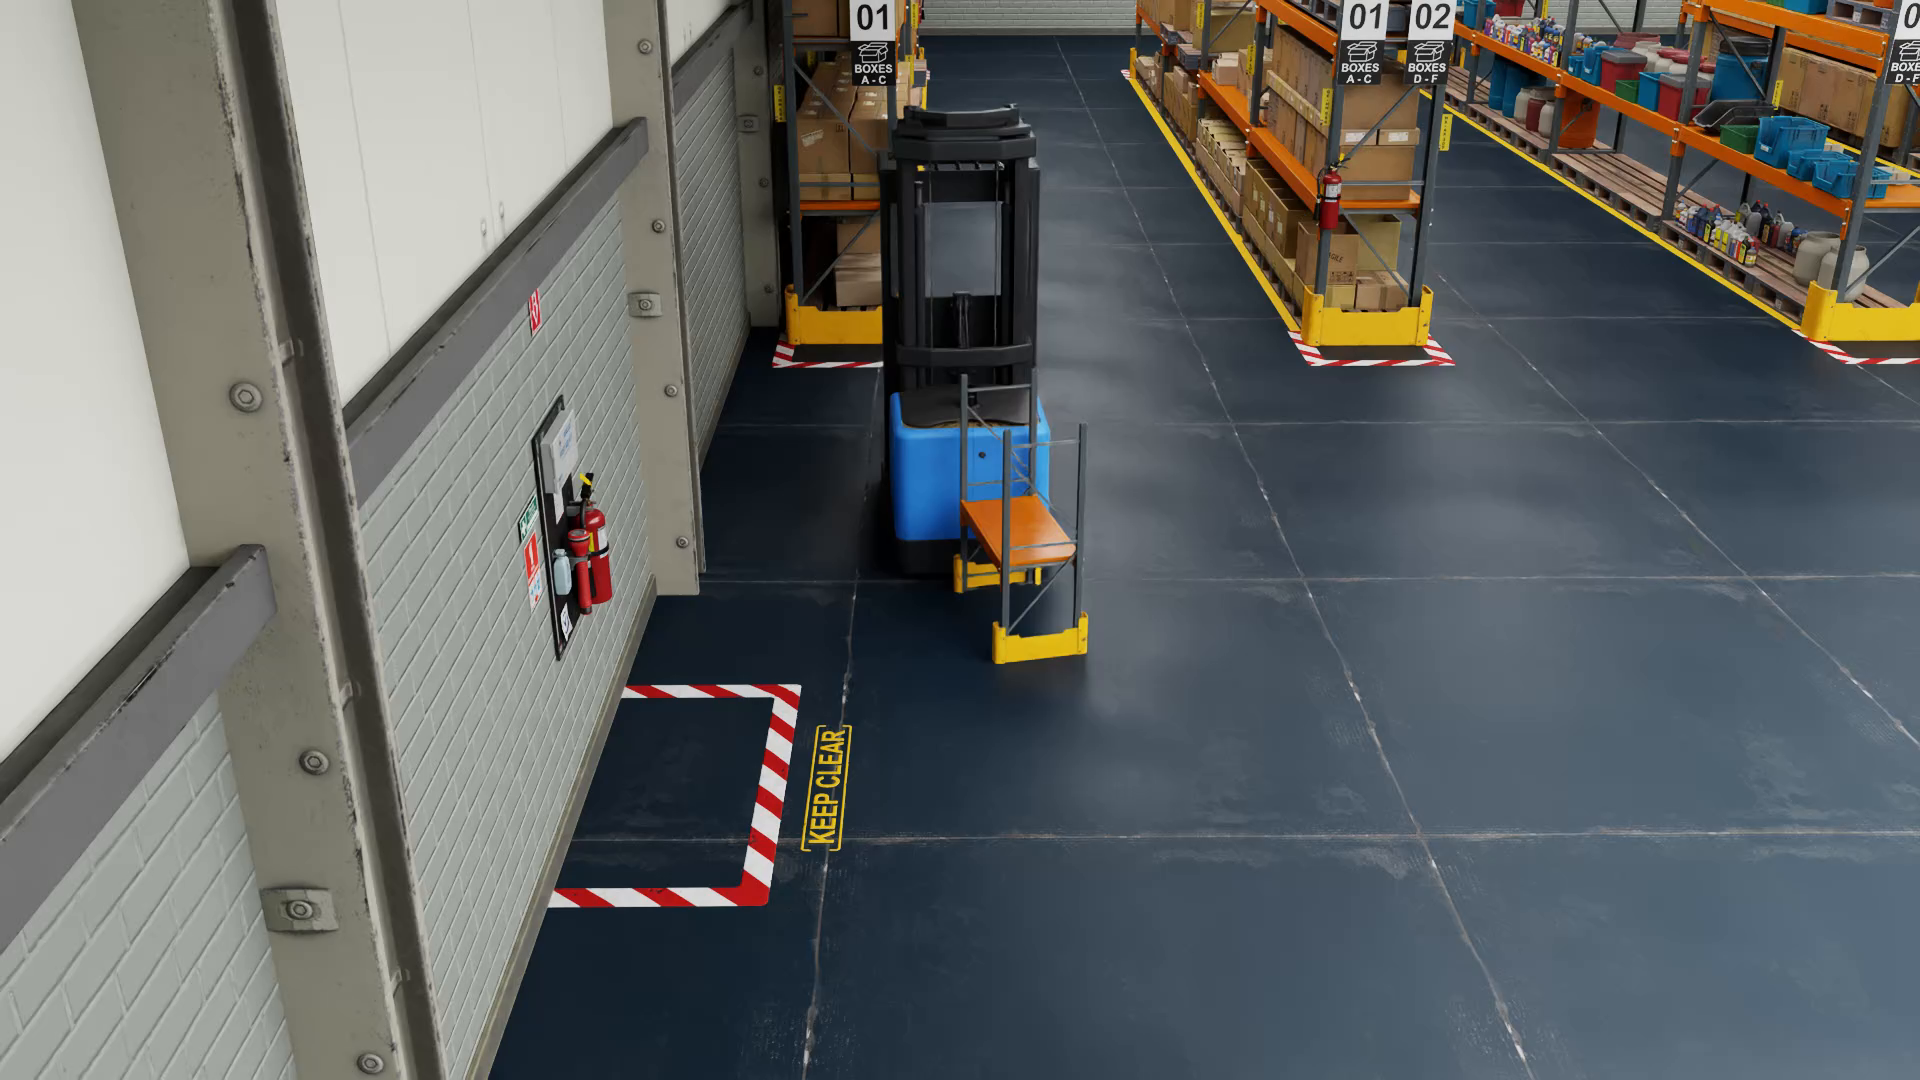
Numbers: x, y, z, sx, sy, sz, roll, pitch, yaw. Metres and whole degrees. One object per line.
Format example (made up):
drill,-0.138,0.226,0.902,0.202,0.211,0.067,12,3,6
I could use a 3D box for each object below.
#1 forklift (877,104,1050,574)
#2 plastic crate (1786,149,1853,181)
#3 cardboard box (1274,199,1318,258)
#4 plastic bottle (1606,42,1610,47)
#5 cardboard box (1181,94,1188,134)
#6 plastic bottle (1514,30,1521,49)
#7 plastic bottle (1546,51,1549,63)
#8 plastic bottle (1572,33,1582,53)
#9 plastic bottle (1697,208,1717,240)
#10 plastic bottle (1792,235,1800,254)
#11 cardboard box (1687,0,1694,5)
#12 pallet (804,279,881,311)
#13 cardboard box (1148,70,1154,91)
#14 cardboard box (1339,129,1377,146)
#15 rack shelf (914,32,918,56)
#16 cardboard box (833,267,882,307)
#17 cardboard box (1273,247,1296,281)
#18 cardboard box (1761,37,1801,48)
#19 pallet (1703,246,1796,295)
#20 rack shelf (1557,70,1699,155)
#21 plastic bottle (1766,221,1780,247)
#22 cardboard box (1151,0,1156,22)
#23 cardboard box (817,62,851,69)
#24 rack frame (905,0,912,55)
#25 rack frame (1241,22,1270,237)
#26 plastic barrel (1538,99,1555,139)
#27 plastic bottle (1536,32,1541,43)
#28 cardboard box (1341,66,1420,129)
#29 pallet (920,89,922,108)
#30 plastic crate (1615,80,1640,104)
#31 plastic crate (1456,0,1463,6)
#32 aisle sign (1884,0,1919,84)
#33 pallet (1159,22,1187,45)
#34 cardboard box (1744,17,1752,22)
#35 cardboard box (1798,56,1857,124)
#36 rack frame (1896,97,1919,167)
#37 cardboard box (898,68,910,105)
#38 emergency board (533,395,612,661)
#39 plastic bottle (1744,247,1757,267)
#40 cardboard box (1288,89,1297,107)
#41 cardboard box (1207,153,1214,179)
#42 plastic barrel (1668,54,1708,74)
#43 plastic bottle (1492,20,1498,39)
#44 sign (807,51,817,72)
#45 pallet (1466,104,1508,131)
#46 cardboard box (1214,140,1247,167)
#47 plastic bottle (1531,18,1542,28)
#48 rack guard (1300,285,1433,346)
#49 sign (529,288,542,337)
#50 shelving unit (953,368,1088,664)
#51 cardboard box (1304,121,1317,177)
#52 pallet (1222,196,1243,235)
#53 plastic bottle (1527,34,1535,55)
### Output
forklift,-0.019,-1.679,11.906,1.130,2.935,3.031,-2,24,-4
plastic crate,8.527,-3.724,16.524,0.499,0.251,0.408,0,24,-1
cardboard box,3.551,-3.210,17.125,0.500,0.500,0.500,0,24,-1
plastic bottle,9.107,-6.878,23.458,0.061,0.283,0.133,0,24,-1
cardboard box,3.543,-6.254,24.437,0.500,0.500,0.500,-1,24,-2
plastic bottle,8.314,-7.447,24.733,0.097,0.271,0.097,0,24,0
plastic bottle,8.330,-6.832,23.458,0.097,0.201,0.097,0,24,0
plastic bottle,9.050,-7.310,24.424,0.152,0.276,0.135,0,24,-1
plastic bottle,8.386,-3.548,18.636,0.144,0.351,0.185,-1,24,-3
plastic bottle,9.119,-3.216,18.083,0.097,0.201,0.097,0,24,0
cardboard box,13.286,-9.672,29.800,0.380,0.149,0.250,0,24,0
pallet,-1.047,-2.370,16.734,1.003,0.211,1.213,0,24,-1
cardboard box,3.451,-7.761,27.999,0.500,0.311,0.500,0,24,-1
cardboard box,3.686,-3.796,15.594,0.380,0.149,0.250,-1,24,-1
rack shelf,-1.182,-7.067,24.609,1.077,0.370,4.000,0,24,-1
cardboard box,-0.991,-2.535,16.445,0.500,0.311,0.500,-3,25,-7
cardboard box,3.554,-2.868,17.279,0.500,0.250,0.500,0,24,-1
cardboard box,13.728,-7.782,27.384,0.875,0.875,0.875,0,24,-1
pallet,8.772,-2.916,17.941,1.003,0.211,1.213,0,24,-1
rack shelf,8.768,-5.464,21.063,1.077,0.370,4.000,0,24,-1
plastic bottle,8.982,-3.386,18.359,0.061,0.283,0.133,0,24,-1
cardboard box,3.473,-8.917,27.706,0.500,0.500,0.500,0,24,1
cardboard box,-1.320,-5.011,18.436,0.500,0.500,0.500,-1,24,-2
rack frame,-1.160,-6.571,22.639,1.000,3.000,0.127,0,24,-1
rack frame,3.837,-4.946,19.047,1.000,3.000,0.127,0,24,-1
plastic barrel,8.628,-6.107,24.122,0.421,0.512,0.421,0,24,0
plastic bottle,8.445,-7.275,24.337,0.061,0.283,0.133,0,24,-1
cardboard box,3.887,-4.149,15.588,0.700,0.500,0.500,0,24,0
pallet,-1.134,-7.262,27.551,1.003,0.211,1.213,0,24,-1
plastic crate,8.489,-5.587,20.720,0.450,0.188,0.662,0,24,-1
plastic crate,8.350,-9.094,28.347,0.416,0.233,0.300,0,24,-1
aisle sign,8.537,-4.472,14.844,0.394,0.787,0.004,0,24,-1
pallet,3.649,-7.826,25.646,1.003,0.211,1.213,0,24,-1
cardboard box,13.313,-8.720,27.695,0.380,0.149,0.250,0,24,0
cardboard box,13.693,-6.877,25.385,1.225,0.875,0.875,-1,24,-2
rack frame,13.699,-6.638,22.786,1.000,3.000,0.127,0,24,-1
cardboard box,-0.791,-4.806,17.984,0.500,0.500,0.500,0,24,-1
emergency board,-1.891,-0.068,8.261,0.194,1.169,0.643,0,24,-1
plastic bottle,8.375,-2.999,17.603,0.097,0.201,0.097,0,24,0
cardboard box,3.664,-4.645,17.472,0.380,0.149,0.250,-1,24,-2
cardboard box,3.523,-4.895,21.760,0.500,0.250,0.500,-1,24,-2
plastic barrel,8.991,-5.727,20.607,0.433,0.535,0.433,0,24,0
plastic bottle,8.302,-7.910,25.754,0.097,0.271,0.097,0,24,0
sign,-1.672,-5.446,18.747,0.100,0.325,0.005,0,24,-1
pallet,8.669,-6.675,26.253,1.003,0.211,1.213,0,24,-1
cardboard box,3.529,-4.933,21.164,0.500,0.311,0.500,-1,24,-1
plastic bottle,9.030,-8.046,26.051,0.152,0.276,0.135,0,24,-1
rack guard,3.881,-2.149,15.896,1.175,0.500,0.348,0,24,-1
sign,-1.991,-1.121,7.775,0.001,0.298,0.199,0,24,-1
shelving unit,0.367,-0.171,10.309,0.587,1.500,1.083,-6,25,-13
cardboard box,3.878,-3.957,16.738,0.700,0.500,0.500,0,24,0
pallet,3.790,-3.979,20.292,1.003,0.211,1.213,0,24,-1
plastic bottle,8.303,-7.198,24.167,0.061,0.283,0.133,0,24,-1
